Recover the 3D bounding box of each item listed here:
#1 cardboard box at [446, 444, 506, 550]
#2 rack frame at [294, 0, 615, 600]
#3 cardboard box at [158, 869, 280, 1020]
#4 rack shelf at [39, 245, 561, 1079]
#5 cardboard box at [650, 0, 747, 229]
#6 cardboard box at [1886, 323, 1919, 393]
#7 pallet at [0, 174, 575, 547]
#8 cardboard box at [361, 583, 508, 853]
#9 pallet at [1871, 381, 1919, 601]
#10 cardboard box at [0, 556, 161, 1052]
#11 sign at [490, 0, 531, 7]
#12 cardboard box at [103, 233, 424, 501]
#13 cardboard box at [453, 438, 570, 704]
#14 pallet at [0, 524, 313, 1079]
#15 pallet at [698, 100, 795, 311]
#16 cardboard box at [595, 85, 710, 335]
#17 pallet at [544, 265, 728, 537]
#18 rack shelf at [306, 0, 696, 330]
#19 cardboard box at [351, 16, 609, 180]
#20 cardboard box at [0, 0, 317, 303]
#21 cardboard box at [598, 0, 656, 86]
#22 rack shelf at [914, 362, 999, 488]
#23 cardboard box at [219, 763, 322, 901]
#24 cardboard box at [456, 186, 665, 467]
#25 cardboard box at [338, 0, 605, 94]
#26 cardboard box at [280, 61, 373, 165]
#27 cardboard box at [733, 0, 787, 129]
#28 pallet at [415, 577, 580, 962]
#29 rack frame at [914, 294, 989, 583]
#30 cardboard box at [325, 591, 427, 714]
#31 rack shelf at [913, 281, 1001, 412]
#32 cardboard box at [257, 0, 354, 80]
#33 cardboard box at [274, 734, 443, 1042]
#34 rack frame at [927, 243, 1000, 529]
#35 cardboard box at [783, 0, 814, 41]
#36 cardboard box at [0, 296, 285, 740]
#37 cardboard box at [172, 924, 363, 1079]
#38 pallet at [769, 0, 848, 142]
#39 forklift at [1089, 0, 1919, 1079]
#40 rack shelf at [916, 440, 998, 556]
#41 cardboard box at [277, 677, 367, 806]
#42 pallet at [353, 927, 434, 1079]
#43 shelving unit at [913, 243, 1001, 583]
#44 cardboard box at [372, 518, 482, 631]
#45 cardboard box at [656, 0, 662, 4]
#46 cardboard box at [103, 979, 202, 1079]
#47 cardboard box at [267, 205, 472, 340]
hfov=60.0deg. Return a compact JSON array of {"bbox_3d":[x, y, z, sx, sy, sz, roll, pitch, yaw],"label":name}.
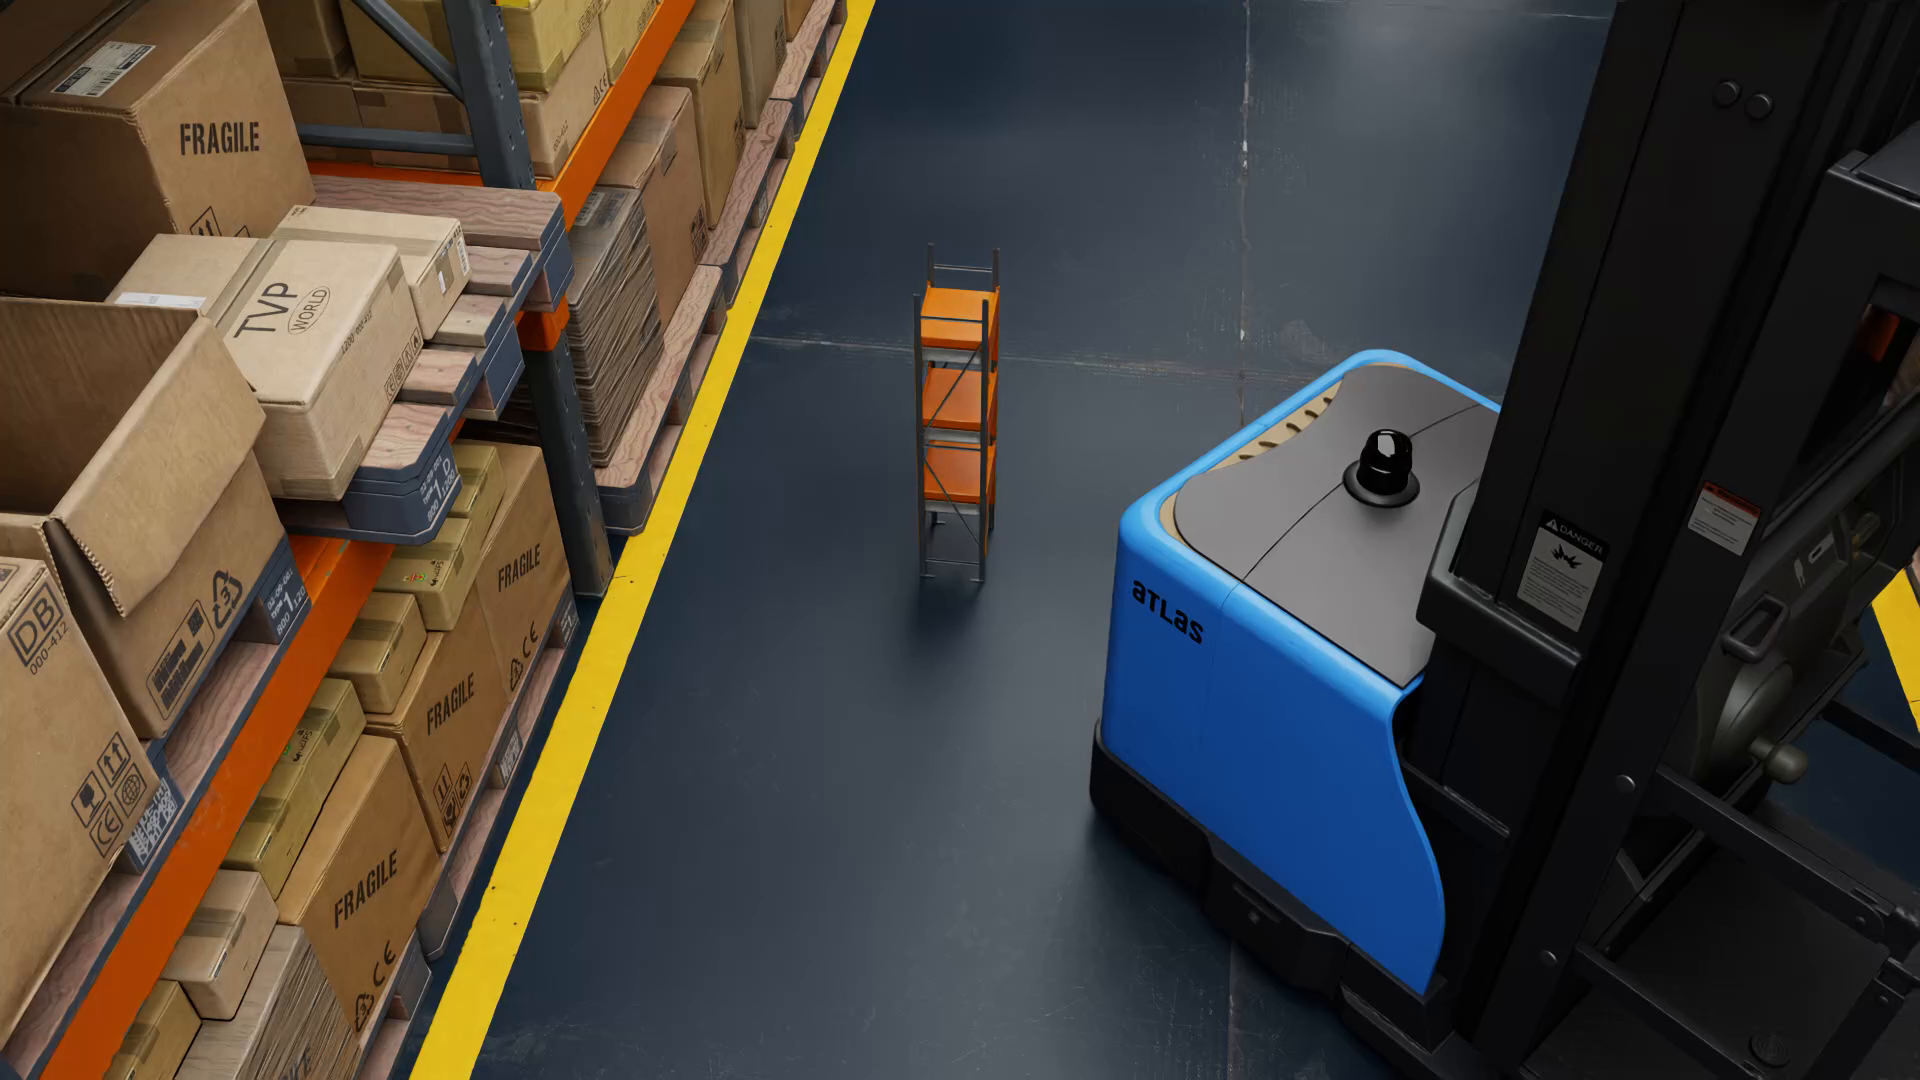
[{"bbox_3d":[-1.387,-0.116,4.231,0.380,0.149,0.250,3,44,3],"label":"cardboard box"},{"bbox_3d":[-1.572,-0.995,4.119,1.000,3.000,0.127,5,44,6],"label":"rack frame"},{"bbox_3d":[-1.590,0.786,3.280,0.380,0.149,0.250,3,44,4],"label":"cardboard box"},{"bbox_3d":[-1.837,0.629,2.927,1.077,0.370,4.000,5,44,6],"label":"rack shelf"},{"bbox_3d":[-1.309,-1.614,6.194,0.875,0.625,0.625,4,44,4],"label":"cardboard box"},{"bbox_3d":[3.522,-0.632,5.342,0.950,0.372,0.625,4,44,5],"label":"cardboard box"},{"bbox_3d":[-1.592,-0.457,3.690,1.213,0.211,1.003,5,44,6],"label":"pallet"},{"bbox_3d":[-1.492,0.408,4.150,0.500,0.500,0.500,5,44,5],"label":"cardboard box"},{"bbox_3d":[3.453,-0.066,5.166,1.003,0.211,1.213,5,44,6],"label":"pallet"},{"bbox_3d":[-1.643,0.345,2.326,0.700,0.500,0.500,5,44,5],"label":"cardboard box"},{"bbox_3d":[-1.033,-1.344,3.703,0.100,0.325,0.005,5,44,6],"label":"sign"},{"bbox_3d":[-1.391,-0.344,3.236,0.500,0.250,0.500,3,44,4],"label":"cardboard box"},{"bbox_3d":[-1.415,0.068,4.509,0.500,0.500,0.500,6,44,7],"label":"cardboard box"},{"bbox_3d":[-1.825,0.401,2.785,1.003,0.211,1.213,5,44,6],"label":"pallet"},{"bbox_3d":[-1.261,-1.369,6.542,1.003,0.211,1.213,5,44,6],"label":"pallet"},{"bbox_3d":[-1.398,-1.155,5.710,0.875,0.625,0.625,7,44,7],"label":"cardboard box"},{"bbox_3d":[-1.425,-0.540,5.667,1.003,0.211,1.213,5,44,6],"label":"pallet"},{"bbox_3d":[-1.308,-2.097,5.806,1.077,0.370,4.000,5,44,6],"label":"rack shelf"},{"bbox_3d":[-1.272,-1.221,4.467,0.500,0.250,0.500,5,44,6],"label":"cardboard box"},{"bbox_3d":[-1.795,-0.847,3.585,0.500,0.500,0.500,7,44,7],"label":"cardboard box"},{"bbox_3d":[-1.200,-1.563,4.828,0.500,0.250,0.500,4,44,5],"label":"cardboard box"},{"bbox_3d":[-0.007,-0.337,4.858,0.215,0.259,0.240,5,44,6],"label":"rack shelf"},{"bbox_3d":[-1.583,0.595,3.481,0.380,0.149,0.250,5,44,5],"label":"cardboard box"},{"bbox_3d":[-1.476,-0.709,5.239,0.875,0.625,0.625,7,44,7],"label":"cardboard box"},{"bbox_3d":[-1.247,-1.400,4.292,0.500,0.250,0.500,5,44,5],"label":"cardboard box"},{"bbox_3d":[-1.767,-1.270,4.519,0.500,0.250,0.500,4,44,5],"label":"cardboard box"},{"bbox_3d":[-1.212,-2.126,6.736,0.875,0.625,0.625,5,44,5],"label":"cardboard box"},{"bbox_3d":[-1.709,0.523,4.544,1.003,0.211,1.213,5,44,6],"label":"pallet"},{"bbox_3d":[-0.023,-0.262,4.763,0.200,1.050,0.008,5,44,6],"label":"rack frame"},{"bbox_3d":[-1.471,0.249,3.847,0.380,0.149,0.250,4,44,4],"label":"cardboard box"},{"bbox_3d":[-0.007,-0.543,4.663,0.215,0.259,0.240,5,44,6],"label":"rack shelf"},{"bbox_3d":[-1.788,-1.453,4.349,0.500,0.250,0.500,6,44,6],"label":"cardboard box"},{"bbox_3d":[-1.558,0.765,3.773,0.500,0.500,0.500,7,44,7],"label":"cardboard box"},{"bbox_3d":[0.009,-0.428,4.938,0.200,1.050,0.008,5,44,6],"label":"rack frame"},{"bbox_3d":[-1.101,-2.655,7.294,0.875,0.625,0.625,7,44,7],"label":"cardboard box"},{"bbox_3d":[-1.605,-0.056,2.746,0.797,0.503,0.637,4,44,5],"label":"cardboard box"},{"bbox_3d":[-1.609,1.121,3.397,0.500,0.500,0.500,4,44,4],"label":"cardboard box"},{"bbox_3d":[-1.102,-2.203,7.423,1.003,0.211,1.213,5,44,6],"label":"pallet"},{"bbox_3d":[1.716,0.172,2.937,1.130,2.935,3.031,-33,52,-30],"label":"forklift"},{"bbox_3d":[-0.007,-0.135,5.049,0.215,0.259,0.240,5,44,6],"label":"rack shelf"},{"bbox_3d":[-1.550,0.424,3.661,0.380,0.149,0.250,6,44,7],"label":"cardboard box"},{"bbox_3d":[-1.872,1.352,3.668,1.003,0.211,1.213,5,44,6],"label":"pallet"},{"bbox_3d":[-0.007,-0.345,4.851,0.215,1.050,0.252,5,44,6],"label":"shelving unit"},{"bbox_3d":[-1.392,0.073,4.032,0.380,0.149,0.250,3,44,3],"label":"cardboard box"},{"bbox_3d":[-1.139,-1.915,5.199,0.500,0.250,0.500,4,44,4],"label":"cardboard box"},{"bbox_3d":[-1.673,0.948,3.108,0.380,0.149,0.250,5,44,6],"label":"cardboard box"},{"bbox_3d":[-1.279,-0.574,3.551,0.380,0.149,0.250,6,44,6],"label":"cardboard box"}]
